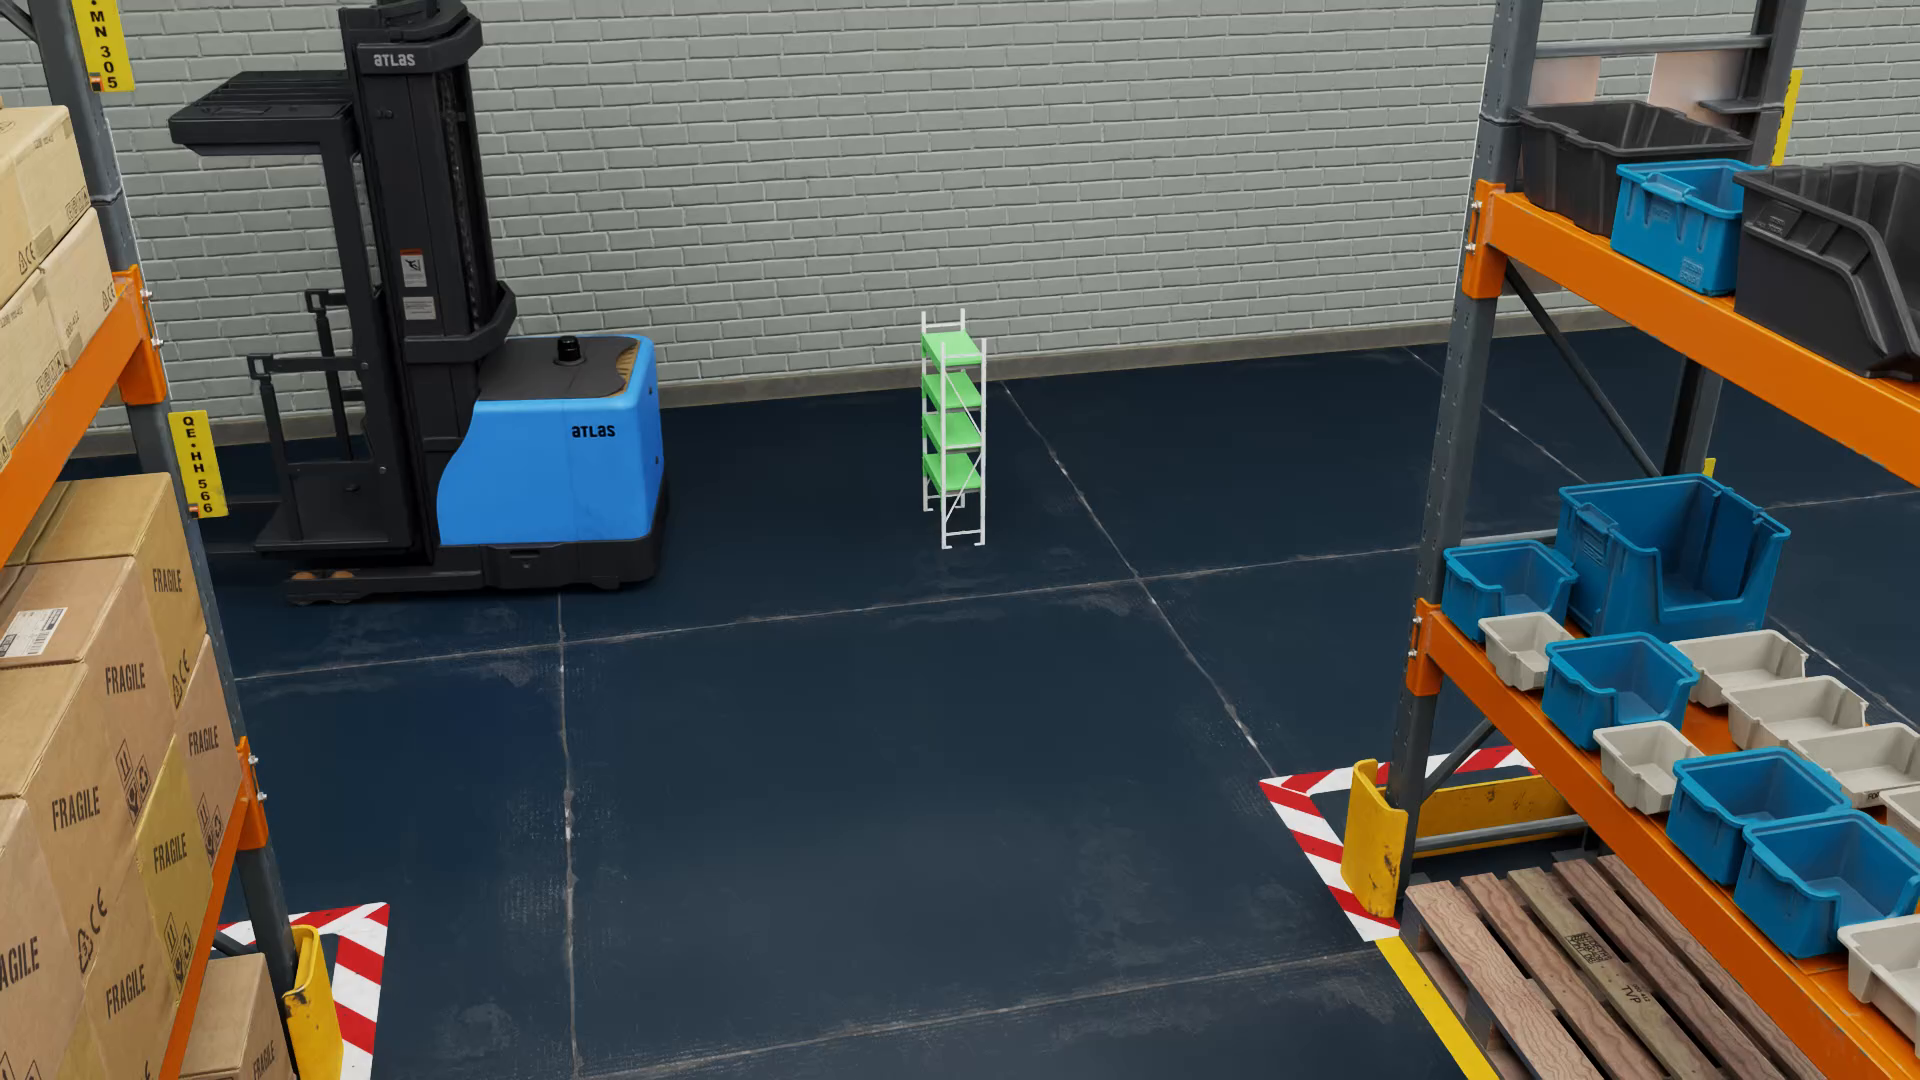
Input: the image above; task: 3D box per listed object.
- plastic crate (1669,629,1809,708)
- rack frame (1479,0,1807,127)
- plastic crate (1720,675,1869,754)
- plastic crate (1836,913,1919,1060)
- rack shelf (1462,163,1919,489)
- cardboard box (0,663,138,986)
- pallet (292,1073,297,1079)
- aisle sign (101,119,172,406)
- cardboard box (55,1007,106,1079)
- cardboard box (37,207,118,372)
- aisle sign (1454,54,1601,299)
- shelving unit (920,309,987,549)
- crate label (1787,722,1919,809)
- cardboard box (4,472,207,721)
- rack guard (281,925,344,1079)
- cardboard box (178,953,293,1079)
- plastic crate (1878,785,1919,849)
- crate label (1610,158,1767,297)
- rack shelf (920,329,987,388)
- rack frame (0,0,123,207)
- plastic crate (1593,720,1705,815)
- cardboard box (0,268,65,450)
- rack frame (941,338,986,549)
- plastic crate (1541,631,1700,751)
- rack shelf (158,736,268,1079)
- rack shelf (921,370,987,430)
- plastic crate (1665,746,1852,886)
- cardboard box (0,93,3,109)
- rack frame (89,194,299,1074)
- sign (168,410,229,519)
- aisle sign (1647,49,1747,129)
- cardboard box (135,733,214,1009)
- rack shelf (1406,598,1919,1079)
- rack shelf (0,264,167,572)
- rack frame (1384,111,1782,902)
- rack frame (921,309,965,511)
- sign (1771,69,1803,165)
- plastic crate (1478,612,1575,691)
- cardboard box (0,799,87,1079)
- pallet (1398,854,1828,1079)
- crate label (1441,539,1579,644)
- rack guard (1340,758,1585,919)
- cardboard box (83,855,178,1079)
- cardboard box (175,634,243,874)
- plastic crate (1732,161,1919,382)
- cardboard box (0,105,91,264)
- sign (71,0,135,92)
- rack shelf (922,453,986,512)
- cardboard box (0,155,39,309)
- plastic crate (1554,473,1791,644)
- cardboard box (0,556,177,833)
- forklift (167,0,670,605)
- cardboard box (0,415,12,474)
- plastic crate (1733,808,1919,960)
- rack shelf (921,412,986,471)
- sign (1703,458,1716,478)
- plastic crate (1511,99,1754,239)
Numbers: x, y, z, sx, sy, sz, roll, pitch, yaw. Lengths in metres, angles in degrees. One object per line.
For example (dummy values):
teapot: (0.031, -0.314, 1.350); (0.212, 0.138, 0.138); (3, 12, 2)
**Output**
plastic crate: (2.488, 0.423, 5.308); (0.396, 0.136, 0.243); (-6, 27, -12)
rack frame: (2.128, -2.685, 4.583); (1.000, 3.000, 0.127); (-6, 27, -12)
plastic crate: (2.539, 0.552, 5.053); (0.396, 0.136, 0.243); (-6, 27, -12)
plastic crate: (2.344, 1.106, 3.956); (0.293, 0.136, 0.466); (-6, 27, -12)
rack shelf: (2.578, -0.147, 3.682); (1.077, 0.370, 4.000); (-6, 27, -12)
cardboard box: (-2.095, 0.619, 3.473); (0.500, 0.500, 0.500); (-5, 27, -10)
pallet: (-2.501, 2.122, 4.811); (1.003, 0.211, 1.213); (-6, 27, -12)
aisle sign: (-2.416, -0.727, 4.477); (0.394, 0.787, 0.004); (-6, 27, -12)
cardboard box: (-1.992, 1.287, 3.261); (0.500, 0.500, 0.500); (-6, 27, -12)
cardboard box: (-2.326, -0.579, 3.906); (0.500, 0.250, 0.500); (-6, 27, -12)
aisle sign: (1.822, -1.169, 5.352); (0.394, 0.787, 0.004); (-6, 27, -12)
shelving unit: (-0.037, -0.608, 9.124); (0.258, 1.200, 0.503); (-6, 27, -12)
crate label: (2.626, 0.672, 4.816); (0.396, 0.136, 0.243); (-6, 27, -12)
cardboard box: (-2.331, 0.171, 4.362); (0.500, 0.500, 0.500); (-6, 27, -12)
rack guard: (-2.682, 1.643, 5.439); (1.175, 0.500, 0.348); (-6, 27, -12)
cardboard box: (-2.337, 1.627, 4.983); (0.500, 0.500, 0.500); (-6, 27, -12)
plastic crate: (2.710, 0.800, 4.562); (0.298, 0.136, 0.250); (-6, 27, -12)
crate label: (2.021, -0.842, 4.425); (0.408, 0.251, 0.502); (-6, 27, -12)
rack shelf: (-0.037, -0.980, 8.936); (0.258, 0.148, 0.480); (-6, 27, -12)
rack frame: (-2.699, -2.184, 3.590); (1.000, 3.000, 0.127); (-6, 27, -12)
plastic crate: (2.007, 0.673, 4.815); (0.250, 0.136, 0.298); (-6, 27, -12)
cardboard box: (-2.224, -0.359, 3.469); (0.500, 0.250, 0.500); (-6, 27, -12)
rack frame: (0.018, -0.501, 8.911); (0.240, 1.200, 0.015); (-6, 27, -12)
plastic crate: (2.011, 0.472, 5.106); (0.416, 0.233, 0.300); (-6, 27, -12)
rack shelf: (-2.248, 1.693, 3.365); (1.077, 0.370, 4.000); (-6, 27, -12)
rack shelf: (-0.037, -0.766, 9.044); (0.258, 0.148, 0.480); (-6, 27, -12)
plastic crate: (2.159, 0.761, 4.533); (0.416, 0.233, 0.300); (-6, 27, -12)
cardboard box: (-2.567, -1.112, 3.575); (0.700, 0.500, 0.500); (-6, 27, -12)
rack frame: (-2.699, 0.494, 4.942); (1.000, 3.000, 0.127); (-6, 27, -12)
sign: (-2.154, -0.211, 4.704); (0.100, 0.325, 0.005); (-6, 27, -12)
aisle sign: (2.397, -1.229, 5.471); (0.394, 0.787, 0.004); (-6, 27, -12)
cardboard box: (-2.213, 0.846, 4.134); (0.500, 0.500, 0.500); (-6, 27, -11)
rack shelf: (2.578, 1.192, 4.358); (1.077, 0.370, 4.000); (-6, 27, -12)
rack shelf: (-2.248, 0.354, 2.689); (1.077, 0.370, 4.000); (-6, 27, -12)
rack frame: (2.128, -0.007, 5.935); (1.000, 3.000, 0.127); (-6, 27, -12)
rack frame: (-0.092, -0.715, 9.336); (0.240, 1.200, 0.015); (-6, 27, -12)
sign: (2.660, -1.363, 5.408); (0.100, 0.325, 0.005); (-6, 27, -12)
plastic crate: (1.854, 0.375, 5.405); (0.250, 0.136, 0.298); (-6, 27, -12)
cardboard box: (-1.979, 0.845, 3.026); (0.500, 0.500, 0.500); (-5, 27, -10)
pallet: (2.276, 1.604, 5.838); (1.003, 0.211, 1.213); (-6, 27, -12)
crate label: (1.863, 0.183, 5.678); (0.416, 0.233, 0.303); (-6, 27, -12)
rack guard: (2.110, 1.100, 6.517); (1.175, 0.500, 0.348); (-6, 27, -12)
cardboard box: (-2.106, 1.066, 3.699); (0.500, 0.500, 0.500); (-6, 27, -11)
cardboard box: (-2.333, 0.619, 4.585); (0.500, 0.500, 0.500); (-5, 27, -10)
plastic crate: (2.204, -0.620, 3.889); (0.504, 0.338, 0.767); (-6, 27, -12)
cardboard box: (-2.335, -0.801, 3.792); (0.500, 0.250, 0.500); (-6, 27, -12)
sign: (-2.154, -1.288, 4.161); (0.100, 0.325, 0.005); (-6, 27, -12)
rack shelf: (-0.037, -0.337, 9.261); (0.258, 0.148, 0.480); (-6, 27, -12)
cardboard box: (-2.222, -0.582, 3.357); (0.500, 0.250, 0.500); (-6, 27, -12)
plastic crate: (2.385, 0.078, 5.660); (0.616, 0.435, 0.499); (-6, 27, -12)
cardboard box: (-2.216, 0.392, 3.923); (0.500, 0.500, 0.500); (-5, 27, -10)
forklift: (-3.141, -1.220, 8.414); (3.031, 2.935, 1.130); (-2, 27, -4)
cardboard box: (-2.099, -0.140, 3.037); (0.500, 0.250, 0.500); (-6, 27, -12)
plastic crate: (2.227, 0.892, 4.272); (0.416, 0.233, 0.300); (-6, 27, -12)
rack shelf: (-0.037, -0.551, 9.152); (0.258, 0.148, 0.480); (-6, 27, -12)
sign: (2.660, -0.143, 6.023); (0.100, 0.325, 0.005); (-6, 27, -12)
plastic crate: (1.943, -1.091, 4.898); (0.497, 0.269, 0.590); (-6, 27, -12)
